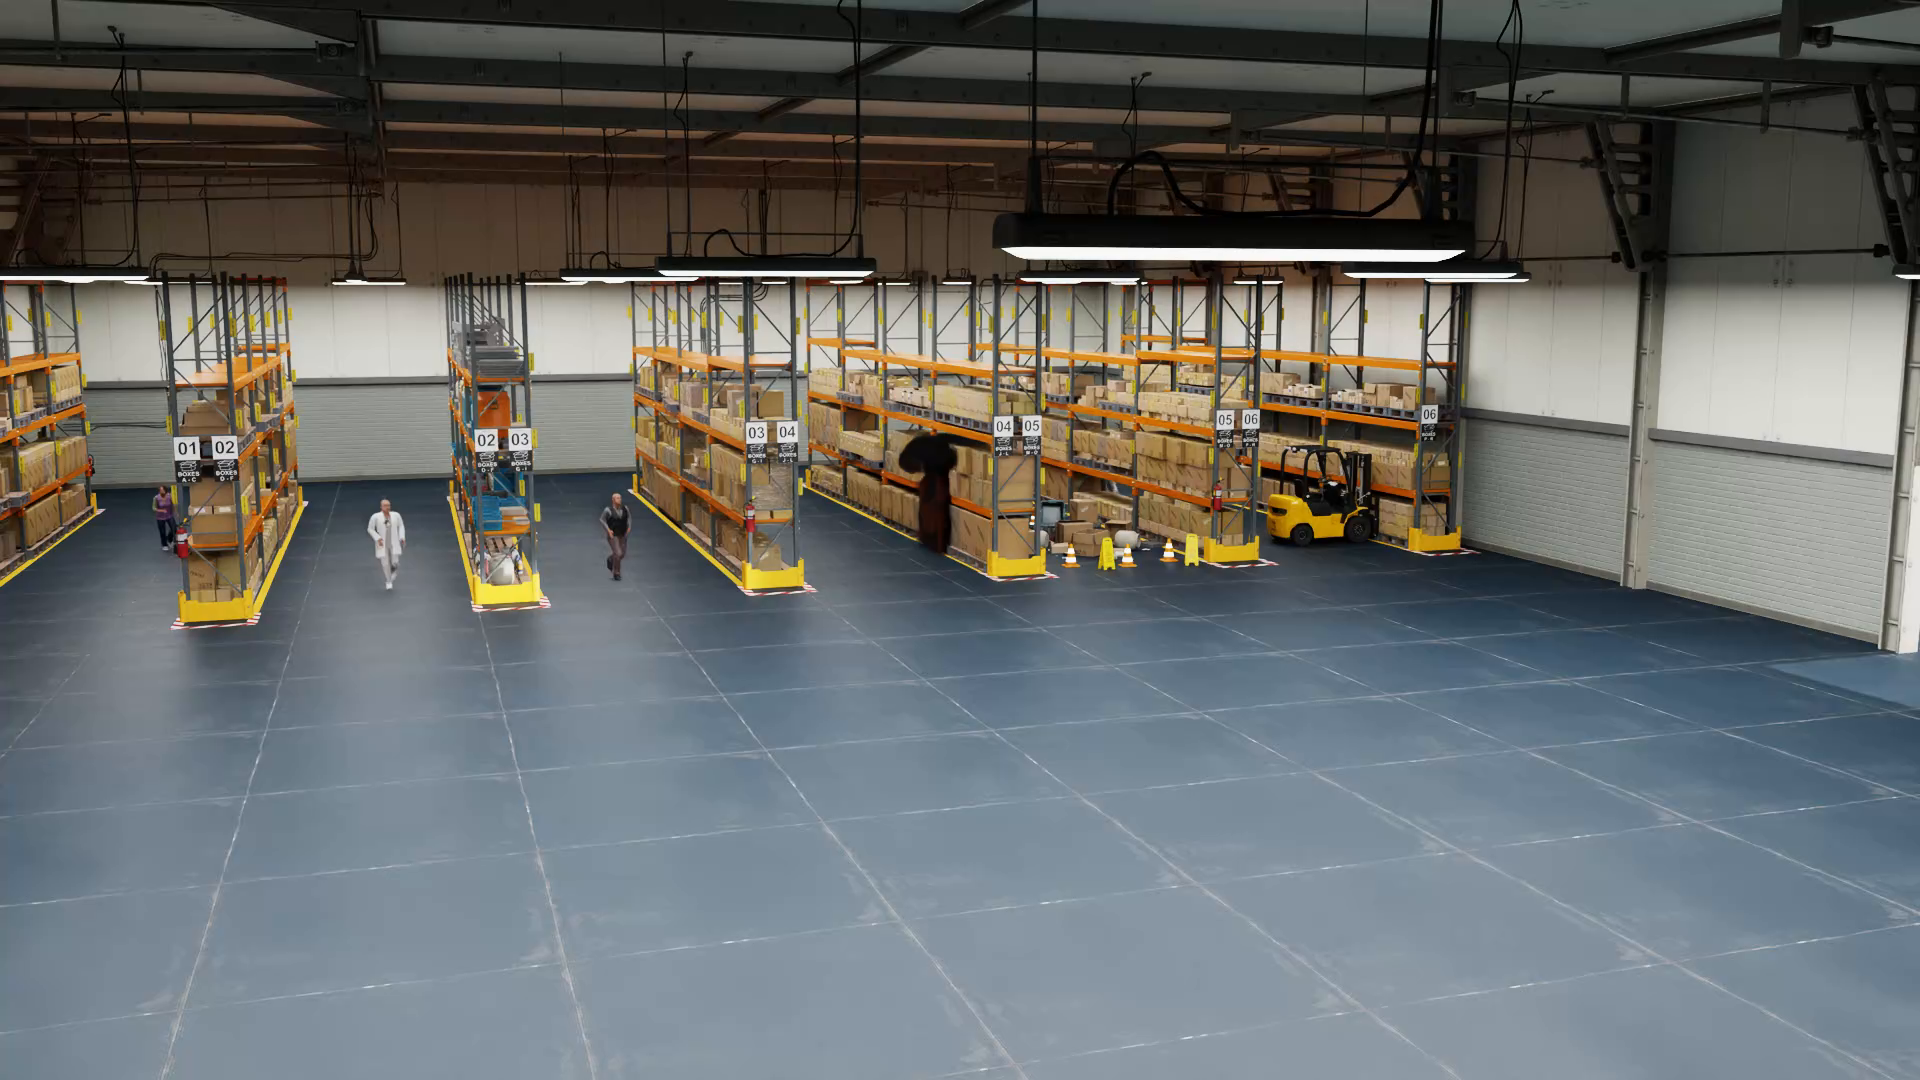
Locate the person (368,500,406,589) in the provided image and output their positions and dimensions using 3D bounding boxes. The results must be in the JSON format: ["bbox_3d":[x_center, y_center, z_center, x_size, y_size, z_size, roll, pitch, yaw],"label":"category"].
[{"bbox_3d":[-10.987,0.078,31.895,0.686,1.724,0.679,-4,10,-26],"label":"person"}]

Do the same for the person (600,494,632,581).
[{"bbox_3d":[-6.850,-0.083,33.071,0.675,1.721,0.722,-6,10,-35],"label":"person"}]

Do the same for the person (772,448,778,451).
[{"bbox_3d":[-5.387,-2.268,47.391,0.709,1.734,0.577,-1,9,-9],"label":"person"}]

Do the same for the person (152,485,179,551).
[{"bbox_3d":[-17.315,-0.481,36.258,0.546,1.492,0.835,-5,10,-32],"label":"person"}]

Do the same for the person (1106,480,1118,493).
[{"bbox_3d":[4.151,-2.022,45.984,0.542,1.636,0.832,-5,10,-32],"label":"person"}]
